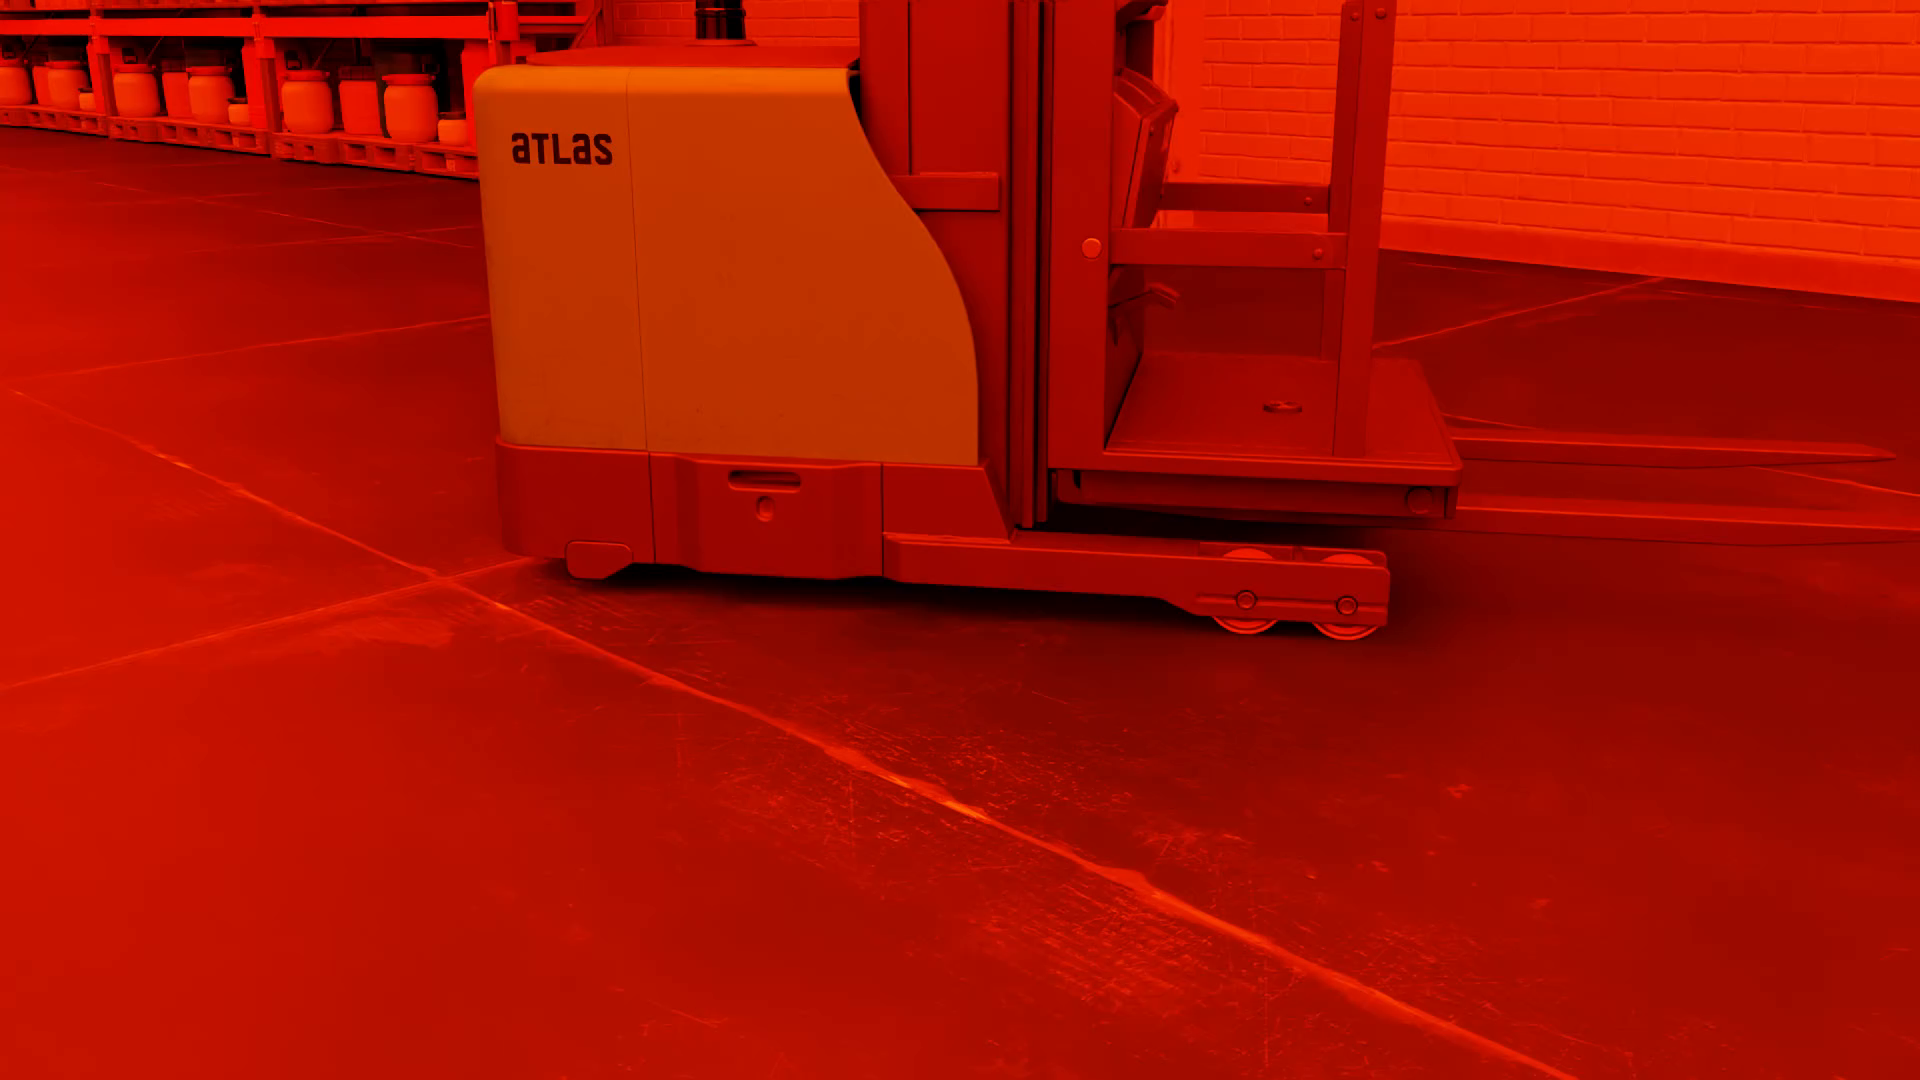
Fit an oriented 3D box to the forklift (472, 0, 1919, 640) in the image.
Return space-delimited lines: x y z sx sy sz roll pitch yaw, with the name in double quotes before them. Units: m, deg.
"forklift" 0.571 -1.374 3.375 3.031 2.935 1.130 3 17 10
